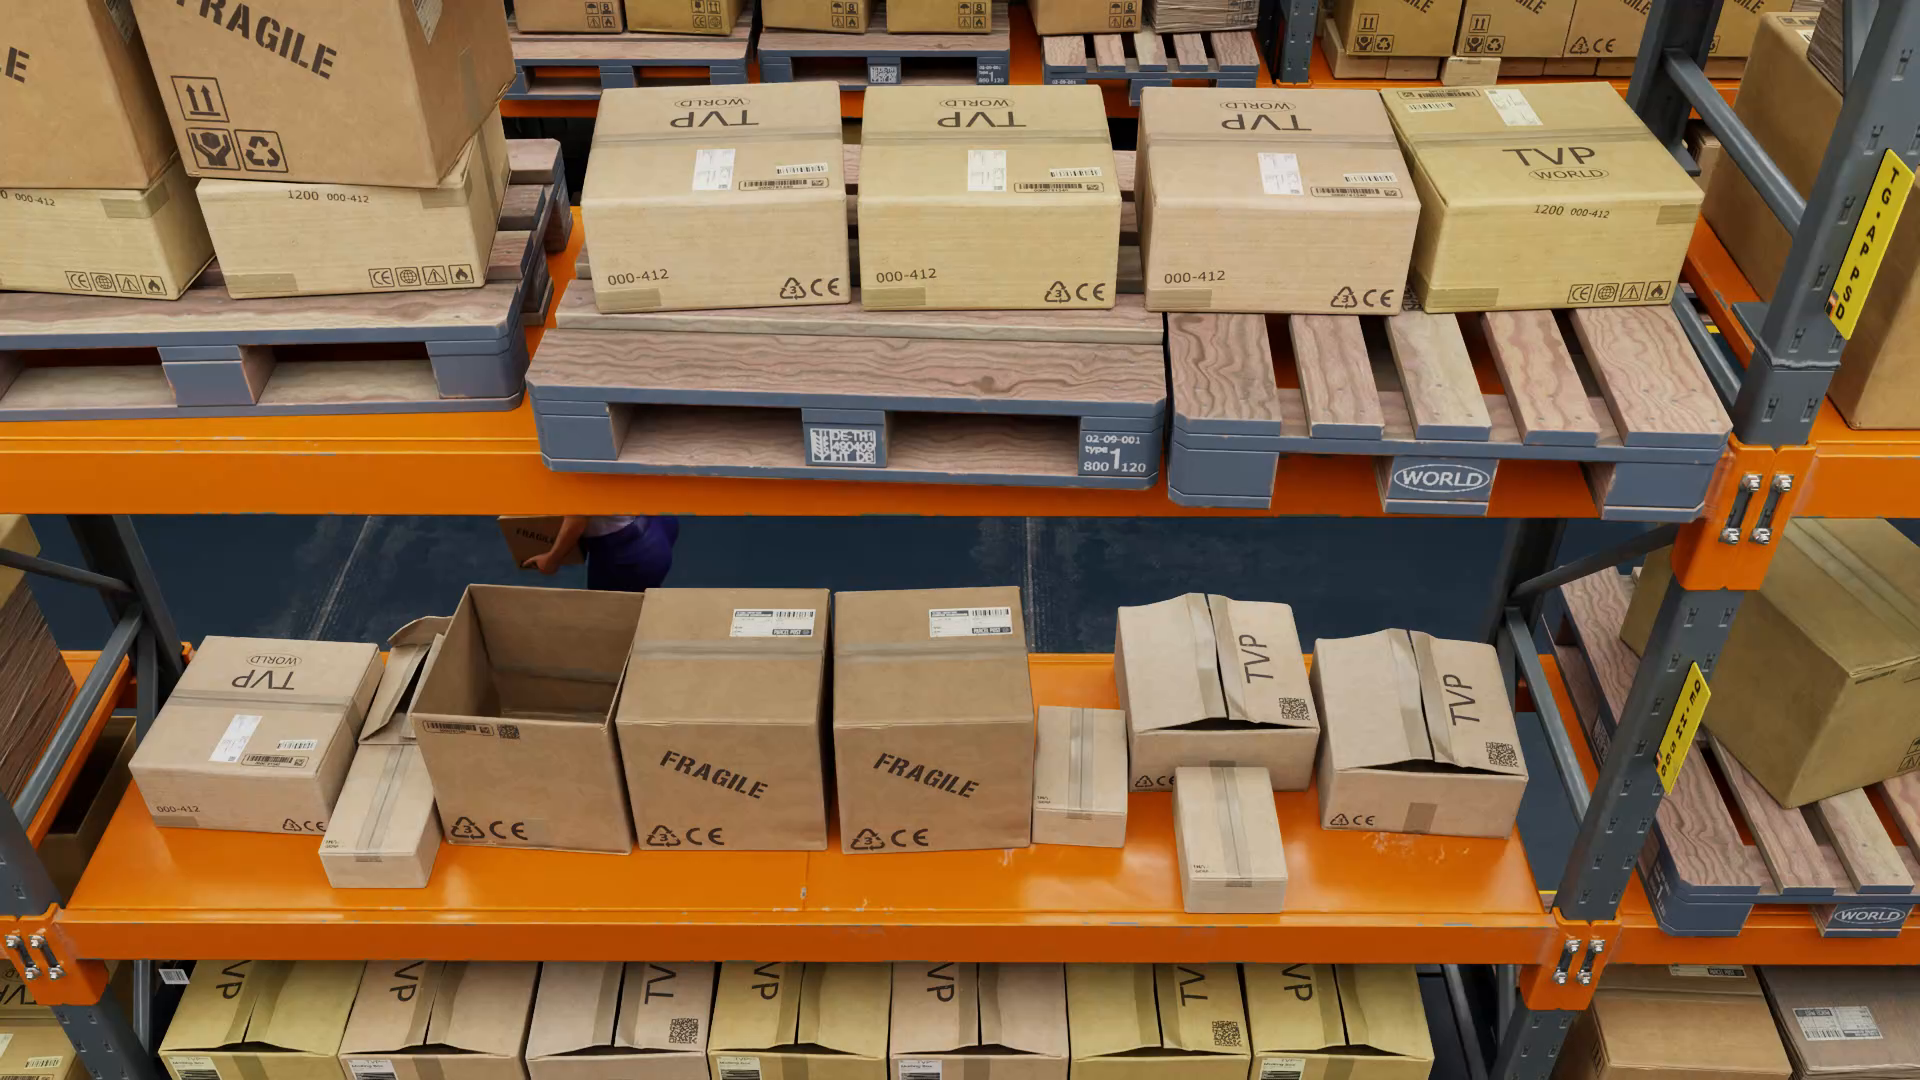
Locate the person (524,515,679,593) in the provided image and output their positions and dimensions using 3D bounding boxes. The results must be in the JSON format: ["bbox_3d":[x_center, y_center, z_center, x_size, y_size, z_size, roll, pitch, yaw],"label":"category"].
[{"bbox_3d":[-1.318,0.028,6.142,0.533,1.646,0.435,-1,40,-1],"label":"person"}]
